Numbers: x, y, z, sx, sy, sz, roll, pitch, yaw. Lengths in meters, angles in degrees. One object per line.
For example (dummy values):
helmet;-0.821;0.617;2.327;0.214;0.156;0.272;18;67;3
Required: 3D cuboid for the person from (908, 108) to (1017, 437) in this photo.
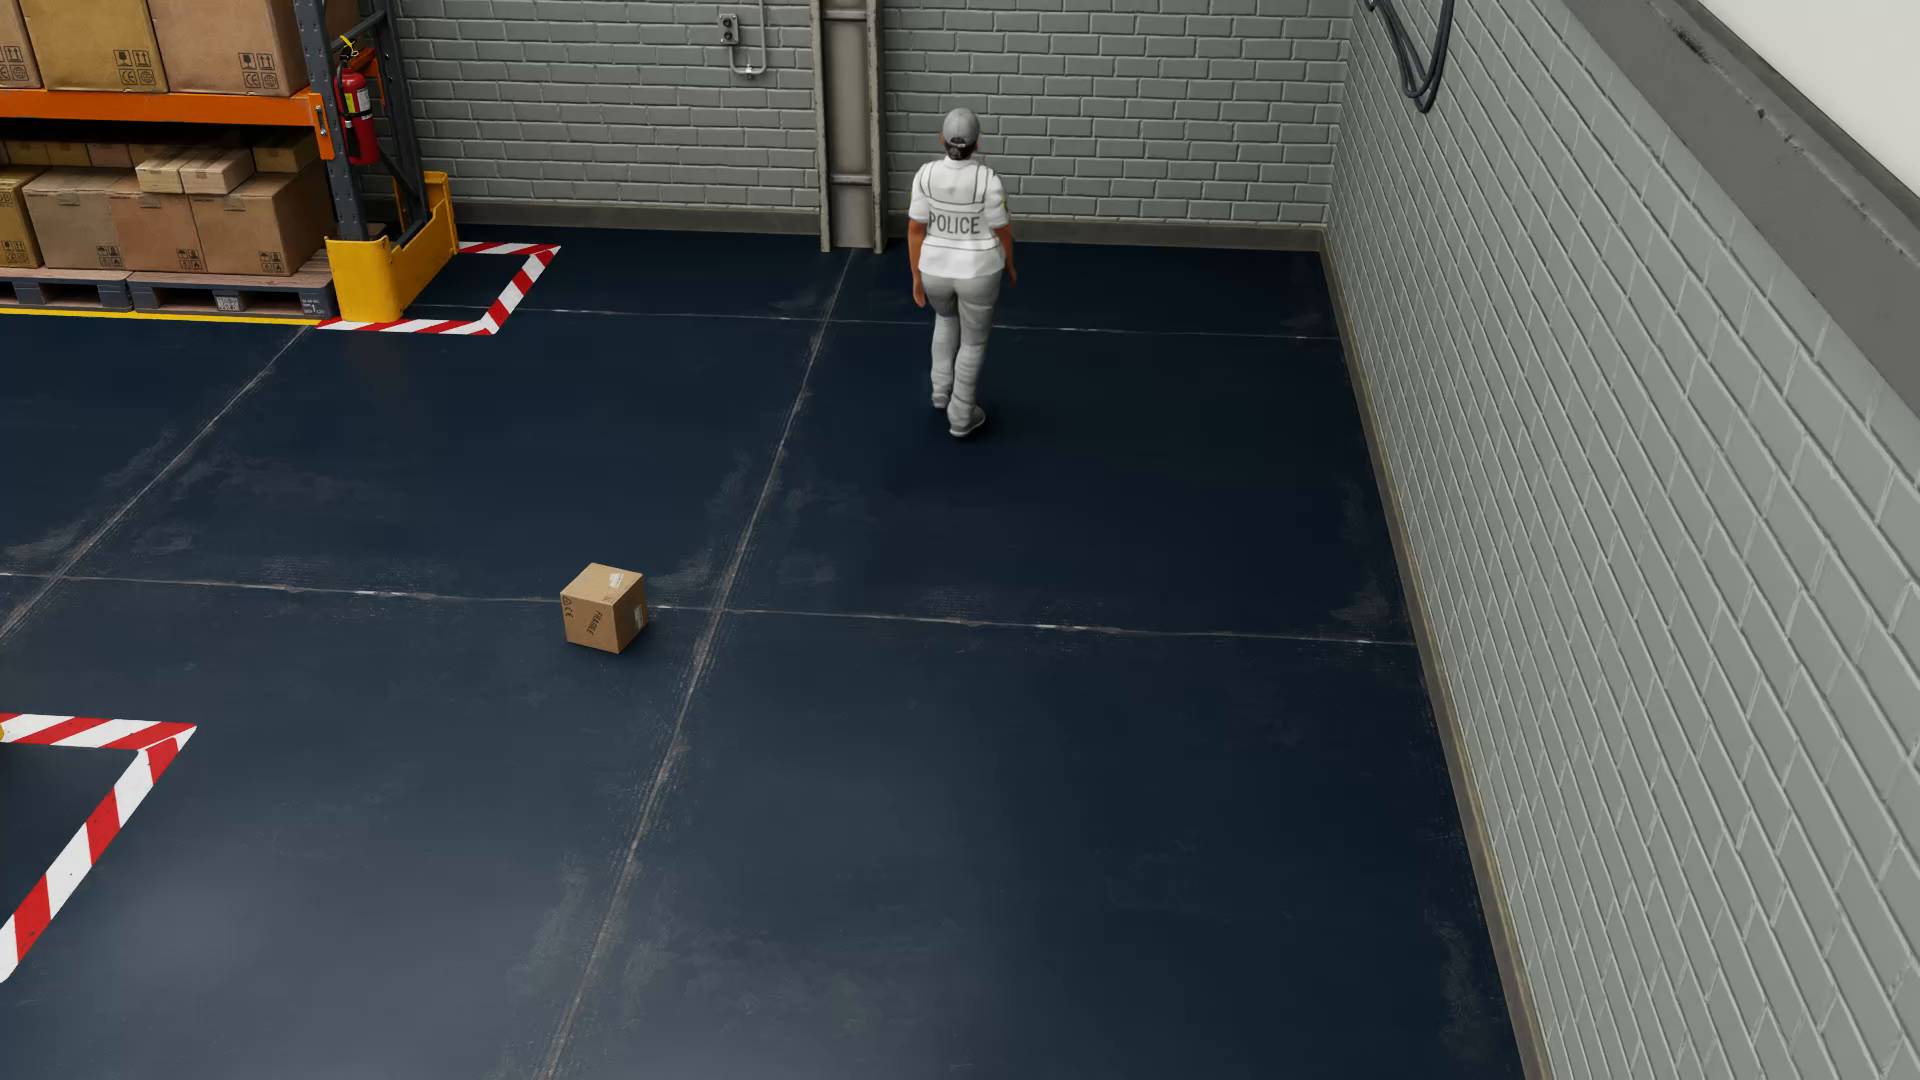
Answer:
person;0.024;-1.307;8.240;0.479;1.725;0.489;12;34;18
